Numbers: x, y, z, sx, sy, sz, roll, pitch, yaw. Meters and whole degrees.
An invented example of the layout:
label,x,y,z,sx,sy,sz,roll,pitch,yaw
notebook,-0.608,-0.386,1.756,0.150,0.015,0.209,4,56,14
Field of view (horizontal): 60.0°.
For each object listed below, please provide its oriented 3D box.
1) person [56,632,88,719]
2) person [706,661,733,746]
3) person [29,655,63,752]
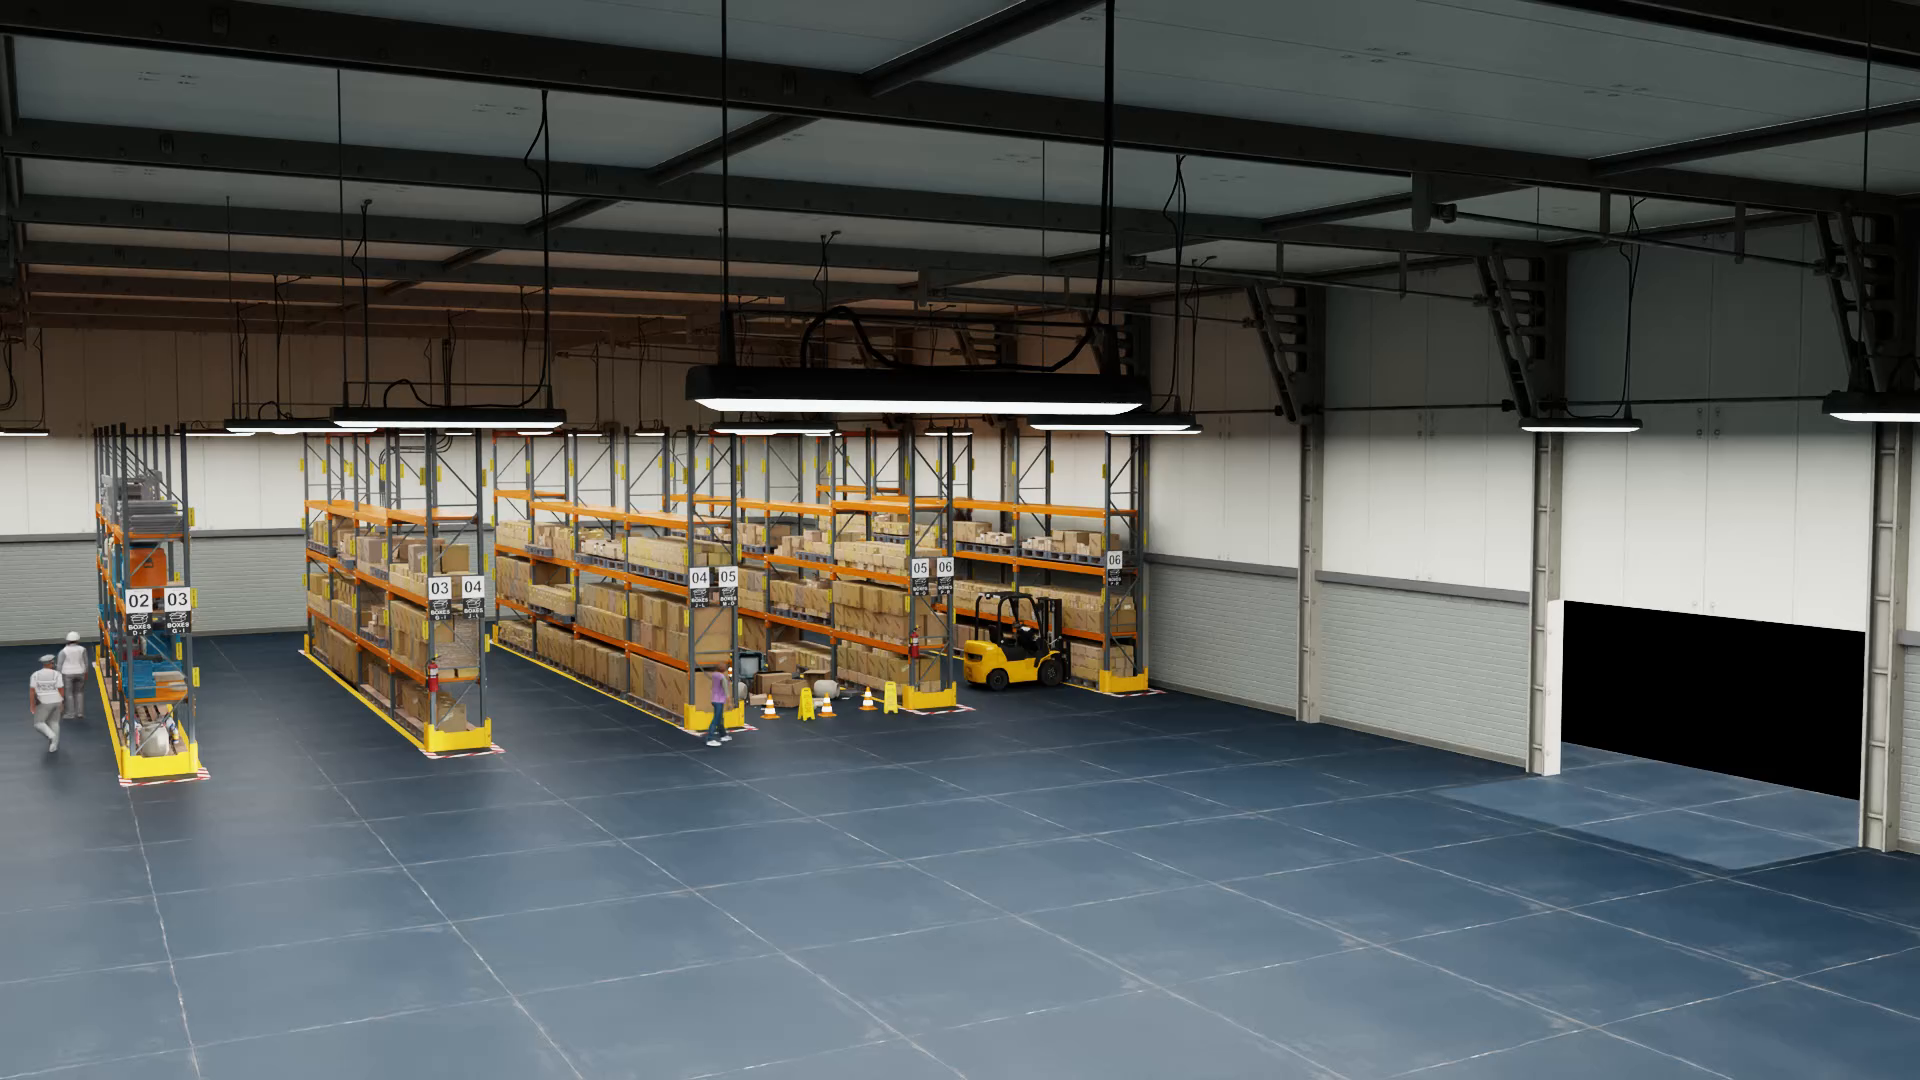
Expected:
label,x,y,z,sx,sy,sz,roll,pitch,yaw
person,-18.202,2.781,34.072,0.385,1.808,0.618,3,5,42
person,-4.499,3.092,31.215,0.659,1.469,0.557,-2,4,-28
person,-16.670,2.988,30.393,0.576,1.769,0.520,2,4,25
